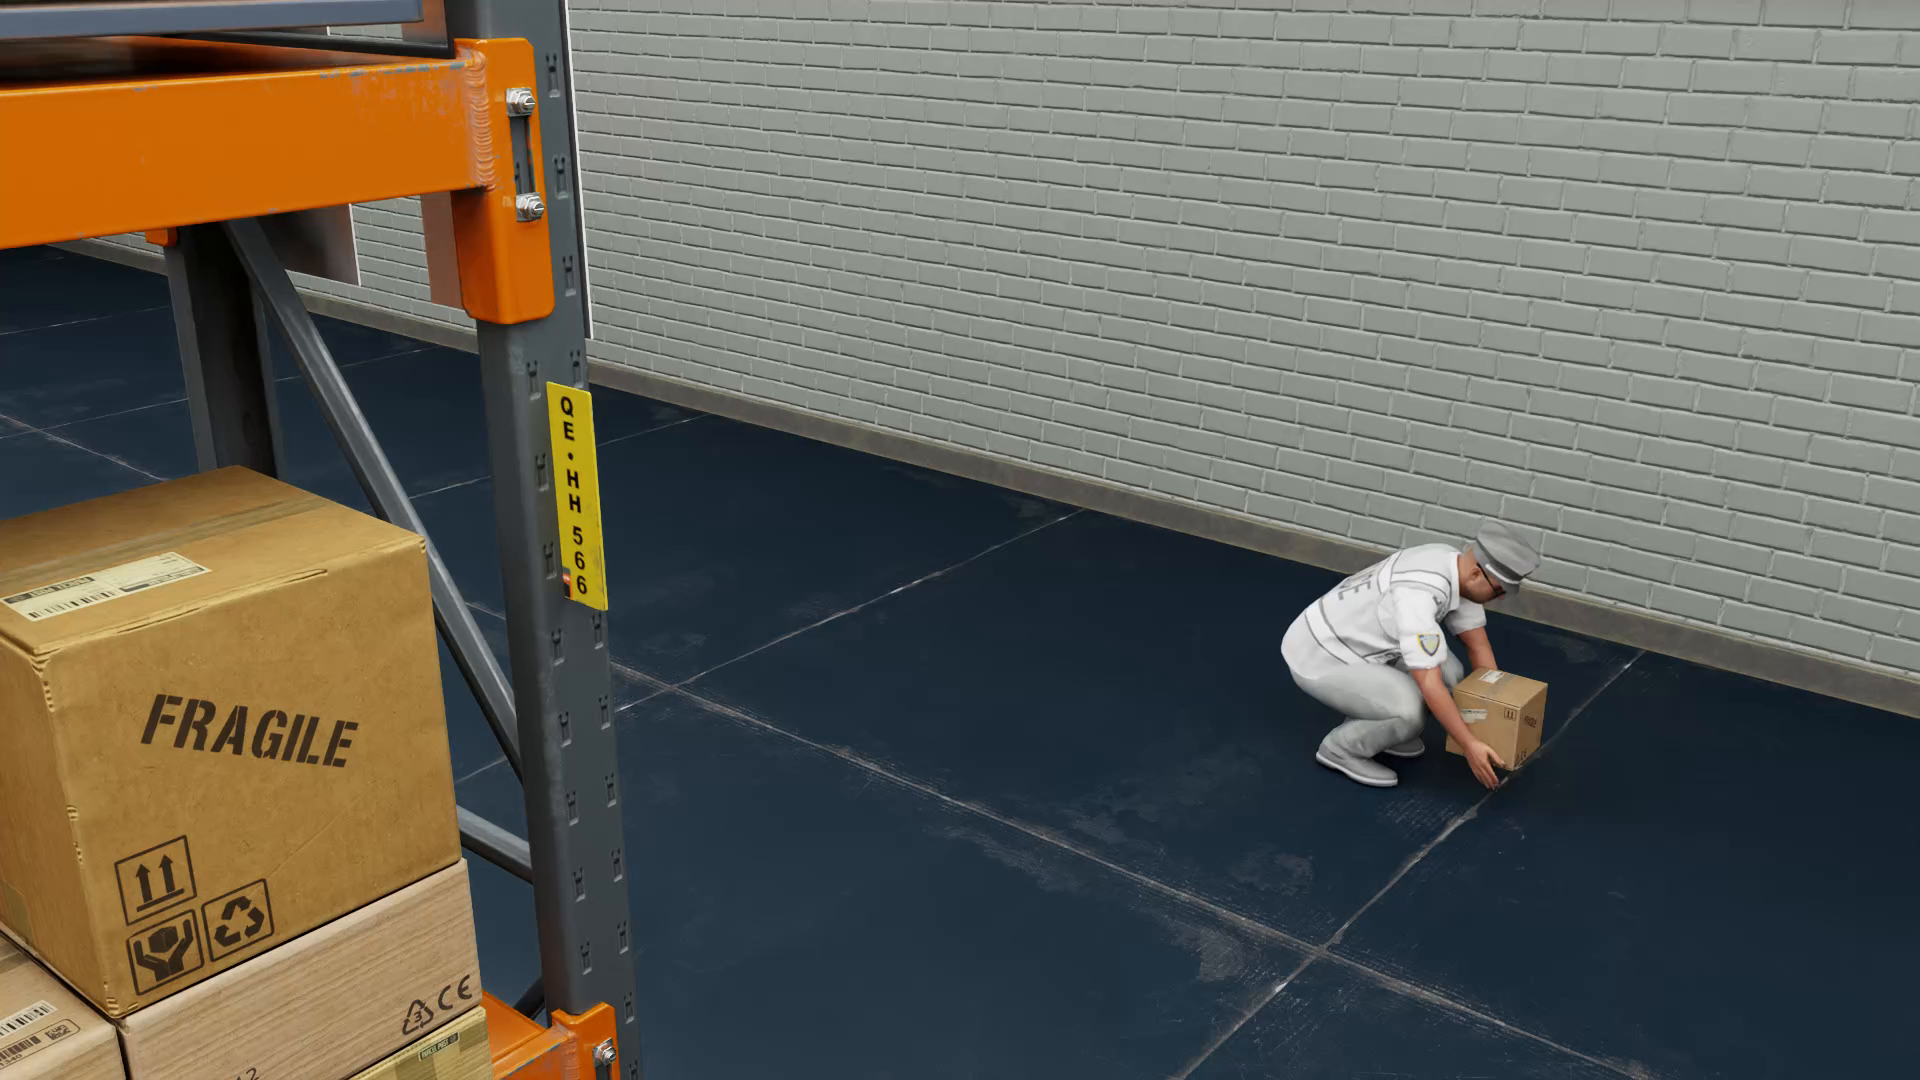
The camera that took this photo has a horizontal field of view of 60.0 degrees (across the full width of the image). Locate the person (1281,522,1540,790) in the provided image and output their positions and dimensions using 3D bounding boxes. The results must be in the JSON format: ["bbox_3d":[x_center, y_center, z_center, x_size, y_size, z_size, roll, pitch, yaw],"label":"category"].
[{"bbox_3d":[1.649,0.392,6.093,0.908,1.012,0.537,15,25,36],"label":"person"}]
